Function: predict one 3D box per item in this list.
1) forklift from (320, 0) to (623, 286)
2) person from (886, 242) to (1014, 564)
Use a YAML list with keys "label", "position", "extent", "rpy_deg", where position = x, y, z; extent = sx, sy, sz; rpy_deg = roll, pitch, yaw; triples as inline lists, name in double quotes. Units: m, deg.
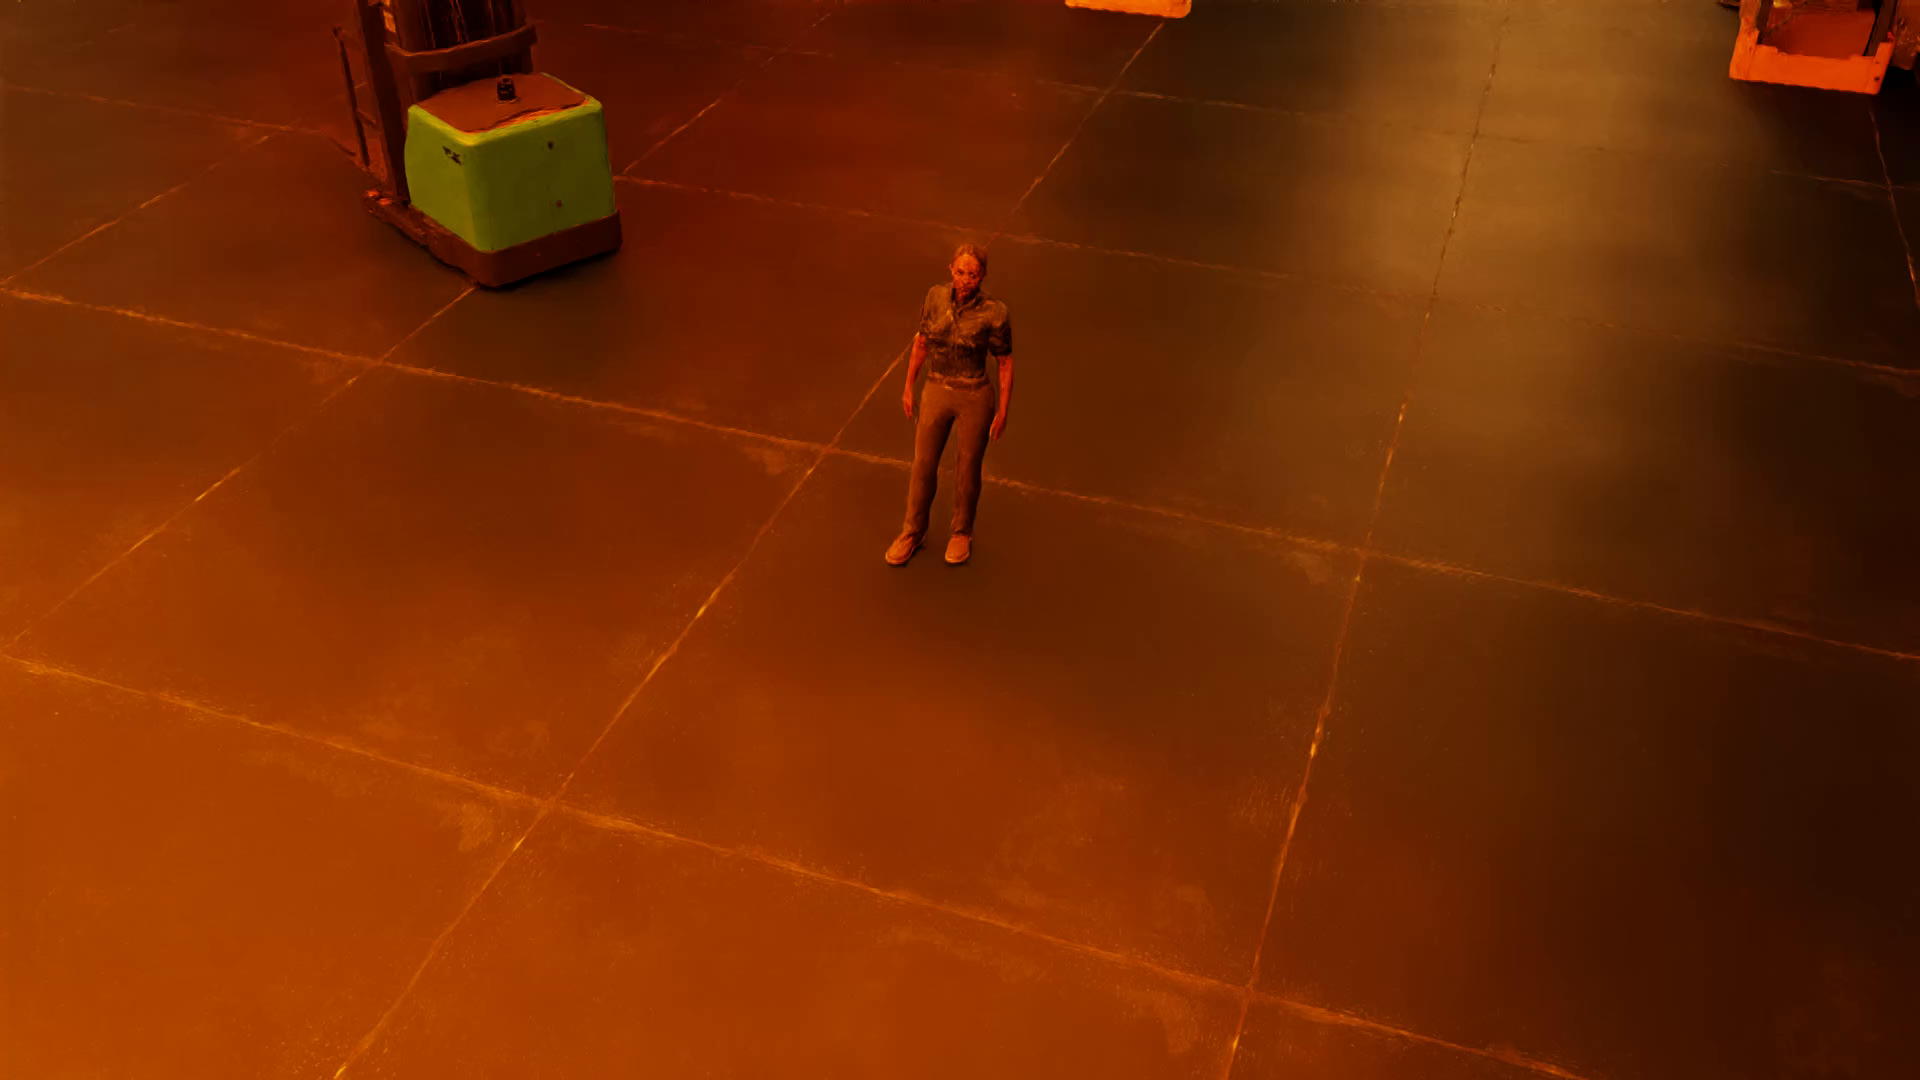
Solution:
- label: "forklift"
  position: [-3.653, -3.631, 11.233]
  extent: [1.130, 2.935, 3.031]
  rpy_deg: [-27, 43, -32]
- label: "person"
  position: [-0.048, -0.637, 8.100]
  extent: [0.570, 1.654, 0.503]
  rpy_deg: [12, 37, 16]
